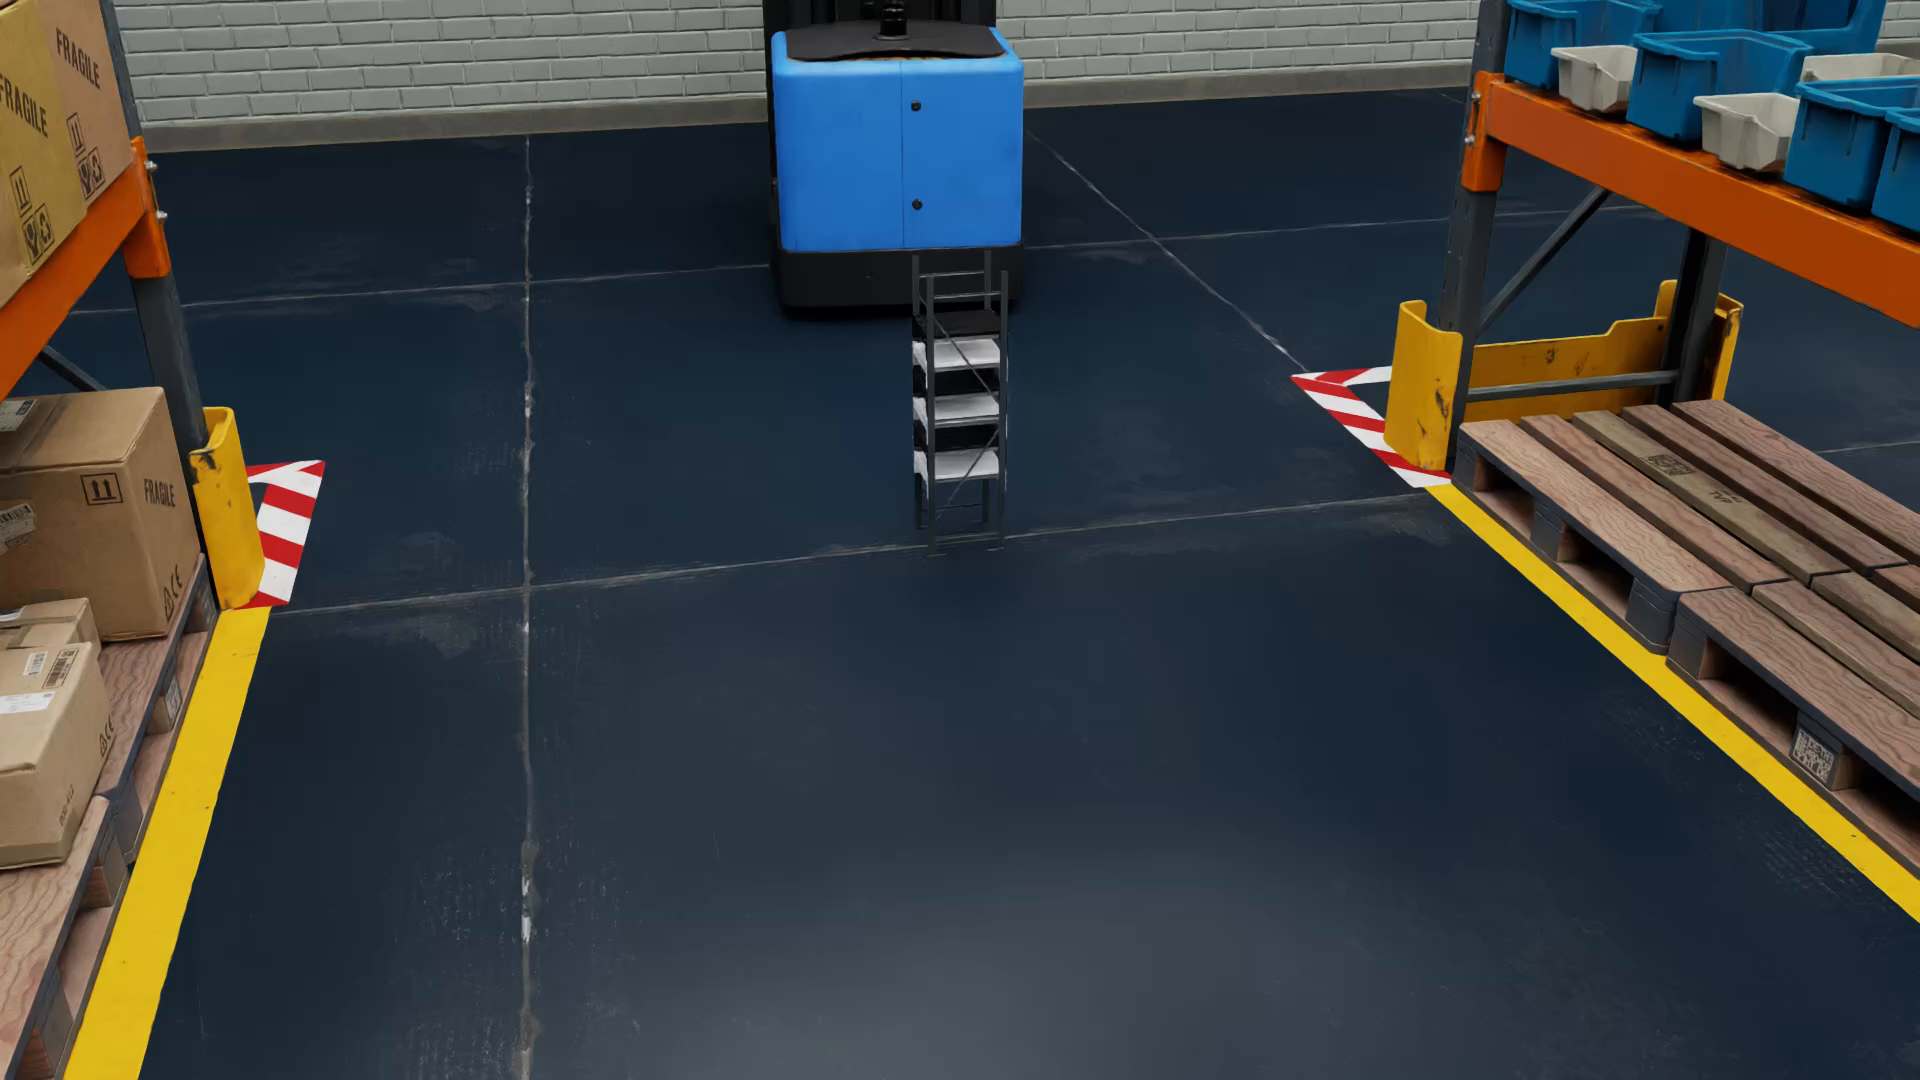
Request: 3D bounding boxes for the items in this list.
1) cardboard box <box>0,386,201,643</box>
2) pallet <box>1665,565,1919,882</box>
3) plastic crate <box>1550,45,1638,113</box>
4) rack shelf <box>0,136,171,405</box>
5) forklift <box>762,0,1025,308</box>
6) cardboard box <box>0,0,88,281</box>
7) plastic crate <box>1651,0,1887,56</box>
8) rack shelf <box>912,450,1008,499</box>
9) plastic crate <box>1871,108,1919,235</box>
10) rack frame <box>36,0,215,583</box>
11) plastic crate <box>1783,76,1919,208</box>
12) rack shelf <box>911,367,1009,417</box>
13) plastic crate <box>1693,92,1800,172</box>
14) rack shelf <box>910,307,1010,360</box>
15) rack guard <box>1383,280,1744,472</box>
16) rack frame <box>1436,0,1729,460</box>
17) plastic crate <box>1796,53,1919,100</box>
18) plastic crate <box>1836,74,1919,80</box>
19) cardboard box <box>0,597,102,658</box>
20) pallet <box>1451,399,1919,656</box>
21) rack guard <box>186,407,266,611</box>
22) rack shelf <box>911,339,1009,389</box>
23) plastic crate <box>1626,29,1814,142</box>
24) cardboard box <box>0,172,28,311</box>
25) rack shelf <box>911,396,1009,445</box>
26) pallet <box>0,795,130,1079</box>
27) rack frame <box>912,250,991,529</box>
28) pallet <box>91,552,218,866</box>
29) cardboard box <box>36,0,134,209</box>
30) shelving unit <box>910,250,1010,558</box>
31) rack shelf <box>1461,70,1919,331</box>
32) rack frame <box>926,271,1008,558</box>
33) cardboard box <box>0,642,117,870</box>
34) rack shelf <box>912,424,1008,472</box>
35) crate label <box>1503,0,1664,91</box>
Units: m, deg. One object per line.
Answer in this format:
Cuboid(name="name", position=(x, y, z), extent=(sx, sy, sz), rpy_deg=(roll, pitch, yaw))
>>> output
Cuboid(name="cardboard box", position=(-2.333, -0.059, 4.324), extent=(0.500, 0.500, 0.500), rpy_deg=(-6, 27, -12))
Cuboid(name="pallet", position=(2.551, 0.452, 4.121), extent=(1.003, 0.211, 1.213), rpy_deg=(-6, 27, -12))
Cuboid(name="plastic crate", position=(1.858, -1.312, 4.746), extent=(0.250, 0.136, 0.298), rpy_deg=(-6, 27, -12))
Cuboid(name="rack shelf", position=(-2.245, 0.007, 2.706), extent=(1.077, 0.370, 4.000), rpy_deg=(-6, 27, -12))
Cuboid(name="forklift", position=(-0.403, -2.926, 7.795), extent=(1.130, 2.935, 3.031), rpy_deg=(-3, 27, -6))
Cuboid(name="cardboard box", position=(-2.209, -0.841, 3.476), extent=(0.500, 0.500, 0.500), rpy_deg=(-6, 27, -11))
Cuboid(name="plastic crate", position=(2.389, -1.608, 5.002), extent=(0.616, 0.435, 0.499), rpy_deg=(-6, 27, -12))
Cuboid(name="rack shelf", position=(-0.002, -0.215, 5.150), extent=(0.258, 0.077, 0.200), rpy_deg=(-6, 27, -12))
Cuboid(name="plastic crate", position=(2.231, -0.794, 3.614), extent=(0.416, 0.233, 0.300), rpy_deg=(-6, 27, -12))
Cuboid(name="rack frame", position=(-2.695, -1.192, 4.283), extent=(1.000, 3.000, 0.127), rpy_deg=(-6, 27, -12))
Cuboid(name="plastic crate", position=(2.163, -0.926, 3.875), extent=(0.416, 0.233, 0.300), rpy_deg=(-6, 27, -12))
Cuboid(name="rack shelf", position=(-0.002, -0.456, 5.029), extent=(0.258, 0.077, 0.200), rpy_deg=(-6, 27, -12))
Cuboid(name="plastic crate", position=(2.011, -1.014, 4.156), extent=(0.250, 0.136, 0.298), rpy_deg=(-6, 27, -12))
Cuboid(name="rack shelf", position=(-0.002, -0.617, 4.948), extent=(0.258, 0.077, 0.200), rpy_deg=(-6, 27, -12))
Cuboid(name="rack guard", position=(2.113, -0.587, 5.858), extent=(1.175, 0.500, 0.348), rpy_deg=(-6, 27, -12))
Cuboid(name="rack frame", position=(2.132, -1.694, 5.277), extent=(1.000, 3.000, 0.127), rpy_deg=(-6, 27, -12))
Cuboid(name="plastic crate", position=(2.492, -1.263, 4.650), extent=(0.396, 0.136, 0.243), rpy_deg=(-6, 27, -12))
Cuboid(name="plastic crate", position=(2.543, -1.134, 4.395), extent=(0.396, 0.136, 0.243), rpy_deg=(-6, 27, -12))
Cuboid(name="cardboard box", position=(-2.329, 0.277, 4.029), extent=(0.380, 0.166, 0.250), rpy_deg=(-6, 27, -12))
Cuboid(name="pallet", position=(2.280, -0.083, 5.180), extent=(1.003, 0.211, 1.213), rpy_deg=(-6, 27, -12))
Cuboid(name="rack guard", position=(-2.678, -0.043, 4.781), extent=(1.175, 0.500, 0.348), rpy_deg=(-6, 27, -12))
Cuboid(name="rack shelf", position=(-0.002, -0.536, 4.988), extent=(0.258, 0.077, 0.200), rpy_deg=(-6, 27, -12))
Cuboid(name="plastic crate", position=(2.015, -1.215, 4.447), extent=(0.416, 0.233, 0.300), rpy_deg=(-6, 27, -12))
Cuboid(name="cardboard box", position=(-2.102, -0.621, 3.041), extent=(0.500, 0.500, 0.500), rpy_deg=(-6, 27, -11))
Cuboid(name="rack shelf", position=(-0.002, -0.376, 5.069), extent=(0.258, 0.077, 0.200), rpy_deg=(-6, 27, -12))
Cuboid(name="pallet", position=(-2.226, 0.970, 3.094), extent=(1.003, 0.211, 1.213), rpy_deg=(-6, 27, -12))
Cuboid(name="rack frame", position=(-0.025, -0.450, 5.143), extent=(0.240, 0.900, 0.006), rpy_deg=(-6, 27, -12))
Cuboid(name="pallet", position=(-2.498, 0.436, 4.153), extent=(1.003, 0.211, 1.213), rpy_deg=(-6, 27, -12))
Cuboid(name="cardboard box", position=(-2.329, -1.068, 3.926), extent=(0.500, 0.500, 0.500), rpy_deg=(-5, 27, -10))
Cuboid(name="shelving unit", position=(-0.002, -0.405, 5.054), extent=(0.258, 0.900, 0.210), rpy_deg=(-6, 27, -12))
Cuboid(name="rack shelf", position=(2.582, -0.495, 3.699), extent=(1.077, 0.370, 4.000), rpy_deg=(-6, 27, -12))
Cuboid(name="rack frame", position=(0.021, -0.361, 4.966), extent=(0.240, 0.900, 0.006), rpy_deg=(-6, 27, -12))
Cuboid(name="cardboard box", position=(-2.148, 0.472, 3.548), extent=(0.500, 0.250, 0.500), rpy_deg=(-6, 27, -12))
Cuboid(name="rack shelf", position=(-0.002, -0.295, 5.110), extent=(0.258, 0.077, 0.200), rpy_deg=(-6, 27, -12))
Cuboid(name="crate label", position=(1.866, -1.504, 5.020), extent=(0.416, 0.233, 0.303), rpy_deg=(-6, 27, -12))
